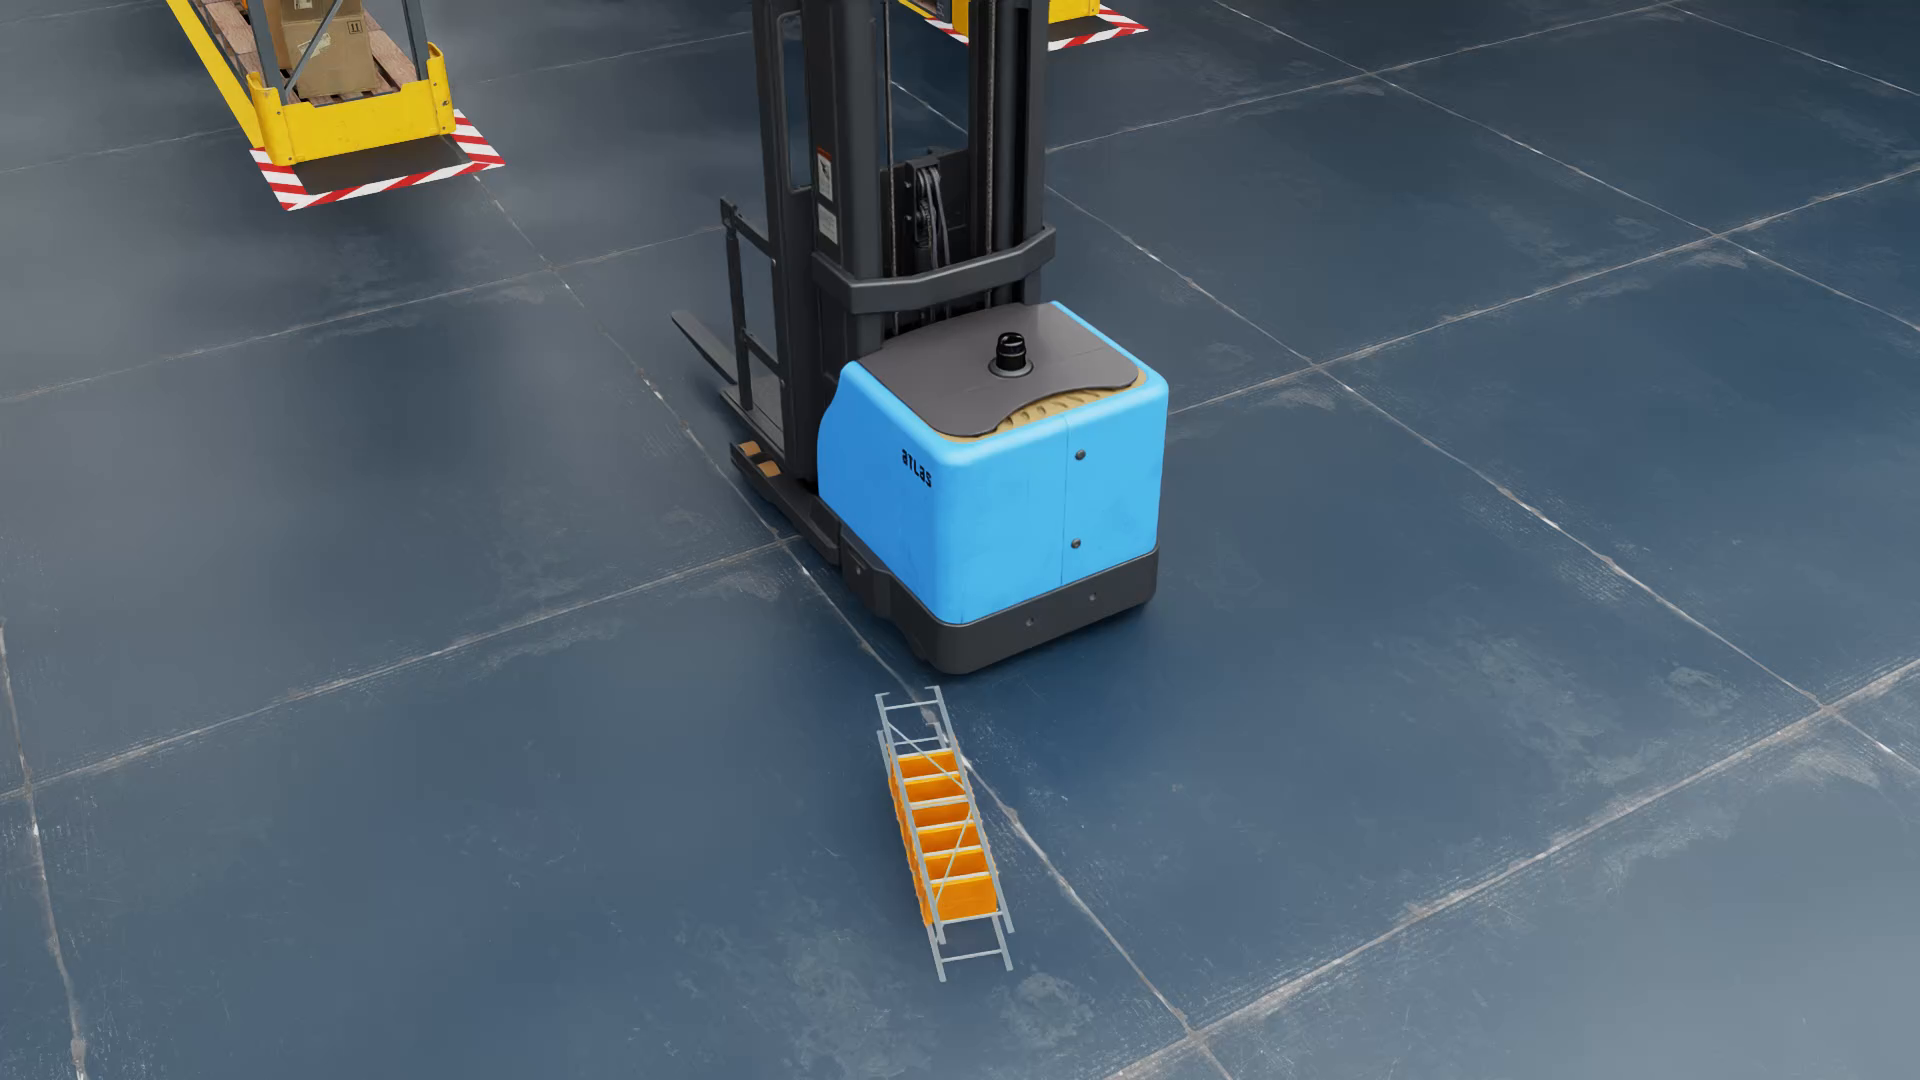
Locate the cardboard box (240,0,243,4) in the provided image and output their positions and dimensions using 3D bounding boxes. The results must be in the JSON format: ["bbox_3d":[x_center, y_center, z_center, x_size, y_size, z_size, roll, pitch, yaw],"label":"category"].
[{"bbox_3d":[-5.014,-4.174,12.185,0.500,0.500,0.500,-23,42,-28],"label":"cardboard box"}]

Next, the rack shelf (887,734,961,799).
[{"bbox_3d":[-0.130,0.813,5.972,0.258,0.180,0.103,-7,37,-10],"label":"rack shelf"}]

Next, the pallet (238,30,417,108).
[{"bbox_3d":[-4.261,-3.111,11.330,1.003,0.211,1.213,-19,40,-24],"label":"pallet"}]

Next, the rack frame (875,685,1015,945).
[{"bbox_3d":[-0.071,0.904,5.694,0.240,0.006,1.200,-7,37,-10],"label":"rack frame"}]

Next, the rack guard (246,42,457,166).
[{"bbox_3d":[-3.883,-2.803,10.663,1.175,0.500,0.348,-19,40,-24],"label":"rack guard"}]

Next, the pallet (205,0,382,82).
[{"bbox_3d":[-4.869,-3.732,12.181,1.003,0.211,1.213,-19,40,-24],"label":"pallet"}]

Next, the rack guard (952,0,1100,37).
[{"bbox_3d":[0.507,-4.170,12.535,1.175,0.500,0.348,-19,40,-24],"label":"rack guard"}]

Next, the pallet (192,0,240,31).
[{"bbox_3d":[-5.486,-4.355,13.034,1.003,0.211,1.213,-19,40,-24],"label":"pallet"}]

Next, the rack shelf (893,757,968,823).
[{"bbox_3d":[-0.105,0.883,5.877,0.258,0.180,0.103,-7,37,-10],"label":"rack shelf"}]

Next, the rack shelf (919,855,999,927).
[{"bbox_3d":[-0.005,1.160,5.498,0.258,0.180,0.103,-7,37,-10],"label":"rack shelf"}]

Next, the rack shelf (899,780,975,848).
[{"bbox_3d":[-0.080,0.952,5.783,0.258,0.180,0.103,-7,37,-10],"label":"rack shelf"}]

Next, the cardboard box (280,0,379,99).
[{"bbox_3d":[-4.144,-3.257,10.929,0.500,0.500,0.500,-12,38,-16],"label":"cardboard box"}]

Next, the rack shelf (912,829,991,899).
[{"bbox_3d":[-0.030,1.090,5.593,0.258,0.180,0.103,-7,37,-10],"label":"rack shelf"}]

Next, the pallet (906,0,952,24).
[{"bbox_3d":[0.025,-4.450,13.164,1.003,0.211,1.213,-19,40,-24],"label":"pallet"}]

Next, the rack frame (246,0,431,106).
[{"bbox_3d":[-3.845,-3.773,9.873,1.000,3.000,0.127,-19,40,-24],"label":"rack frame"}]

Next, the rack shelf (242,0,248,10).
[{"bbox_3d":[-4.850,-4.503,11.482,1.077,0.370,4.000,-19,40,-24],"label":"rack shelf"}]

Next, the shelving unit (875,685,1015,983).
[{"bbox_3d":[-0.071,0.977,5.747,0.258,0.189,1.200,-7,37,-10],"label":"shelving unit"}]

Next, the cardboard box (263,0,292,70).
[{"bbox_3d":[-4.474,-3.551,11.333,0.500,0.500,0.500,-9,37,-12],"label":"cardboard box"}]

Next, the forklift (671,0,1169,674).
[{"bbox_3d":[-0.395,-1.505,6.826,1.130,2.935,3.031,-20,41,-25],"label":"forklift"}]

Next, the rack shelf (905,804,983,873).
[{"bbox_3d":[-0.055,1.021,5.688,0.258,0.180,0.103,-7,37,-10],"label":"rack shelf"}]

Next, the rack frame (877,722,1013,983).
[{"bbox_3d":[-0.071,1.051,5.801,0.240,0.006,1.200,-7,37,-10],"label":"rack frame"}]
